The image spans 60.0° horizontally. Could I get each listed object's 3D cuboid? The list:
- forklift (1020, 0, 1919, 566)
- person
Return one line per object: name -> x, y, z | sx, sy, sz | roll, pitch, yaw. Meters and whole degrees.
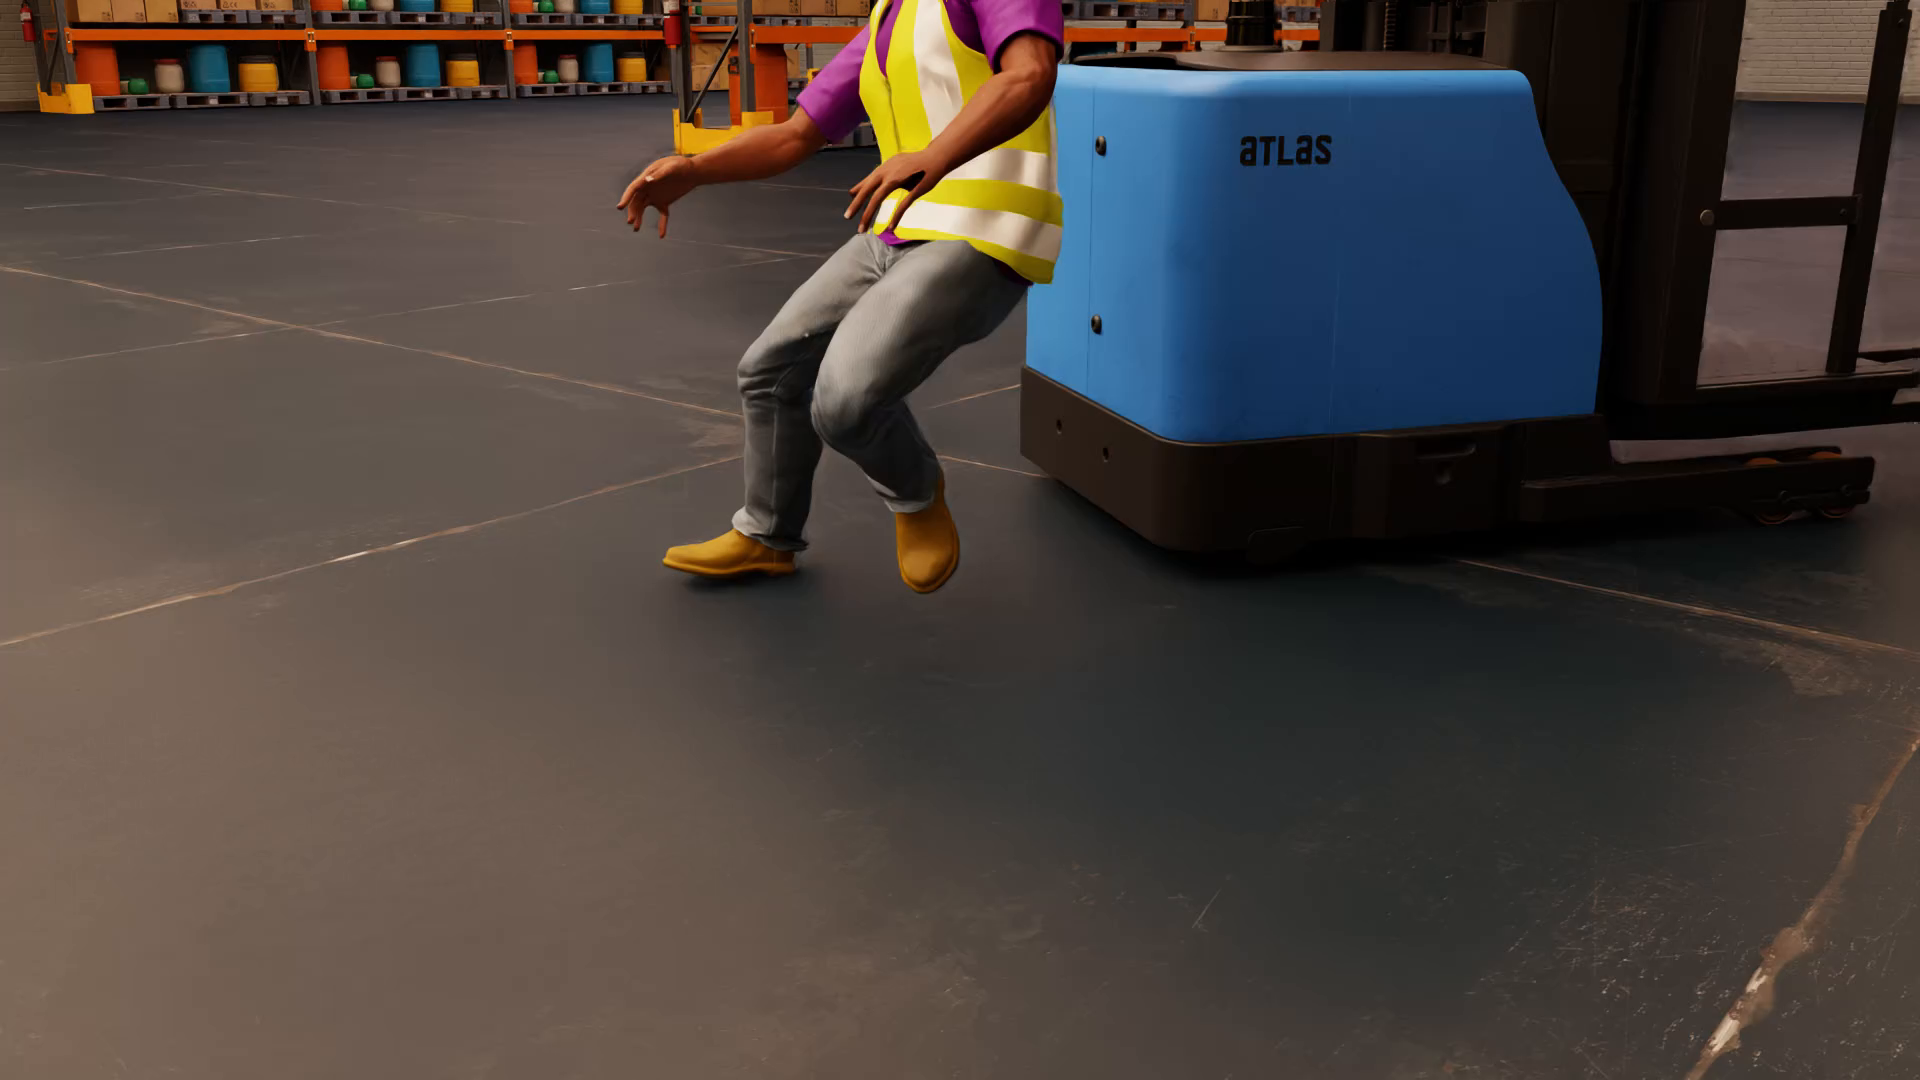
forklift -> 1.736, -1.578, 4.093 | 3.031, 2.935, 1.130 | -5, 18, -17
person -> -0.216, -0.591, 3.180 | 0.782, 1.590, 0.867 | -8, 19, -25
